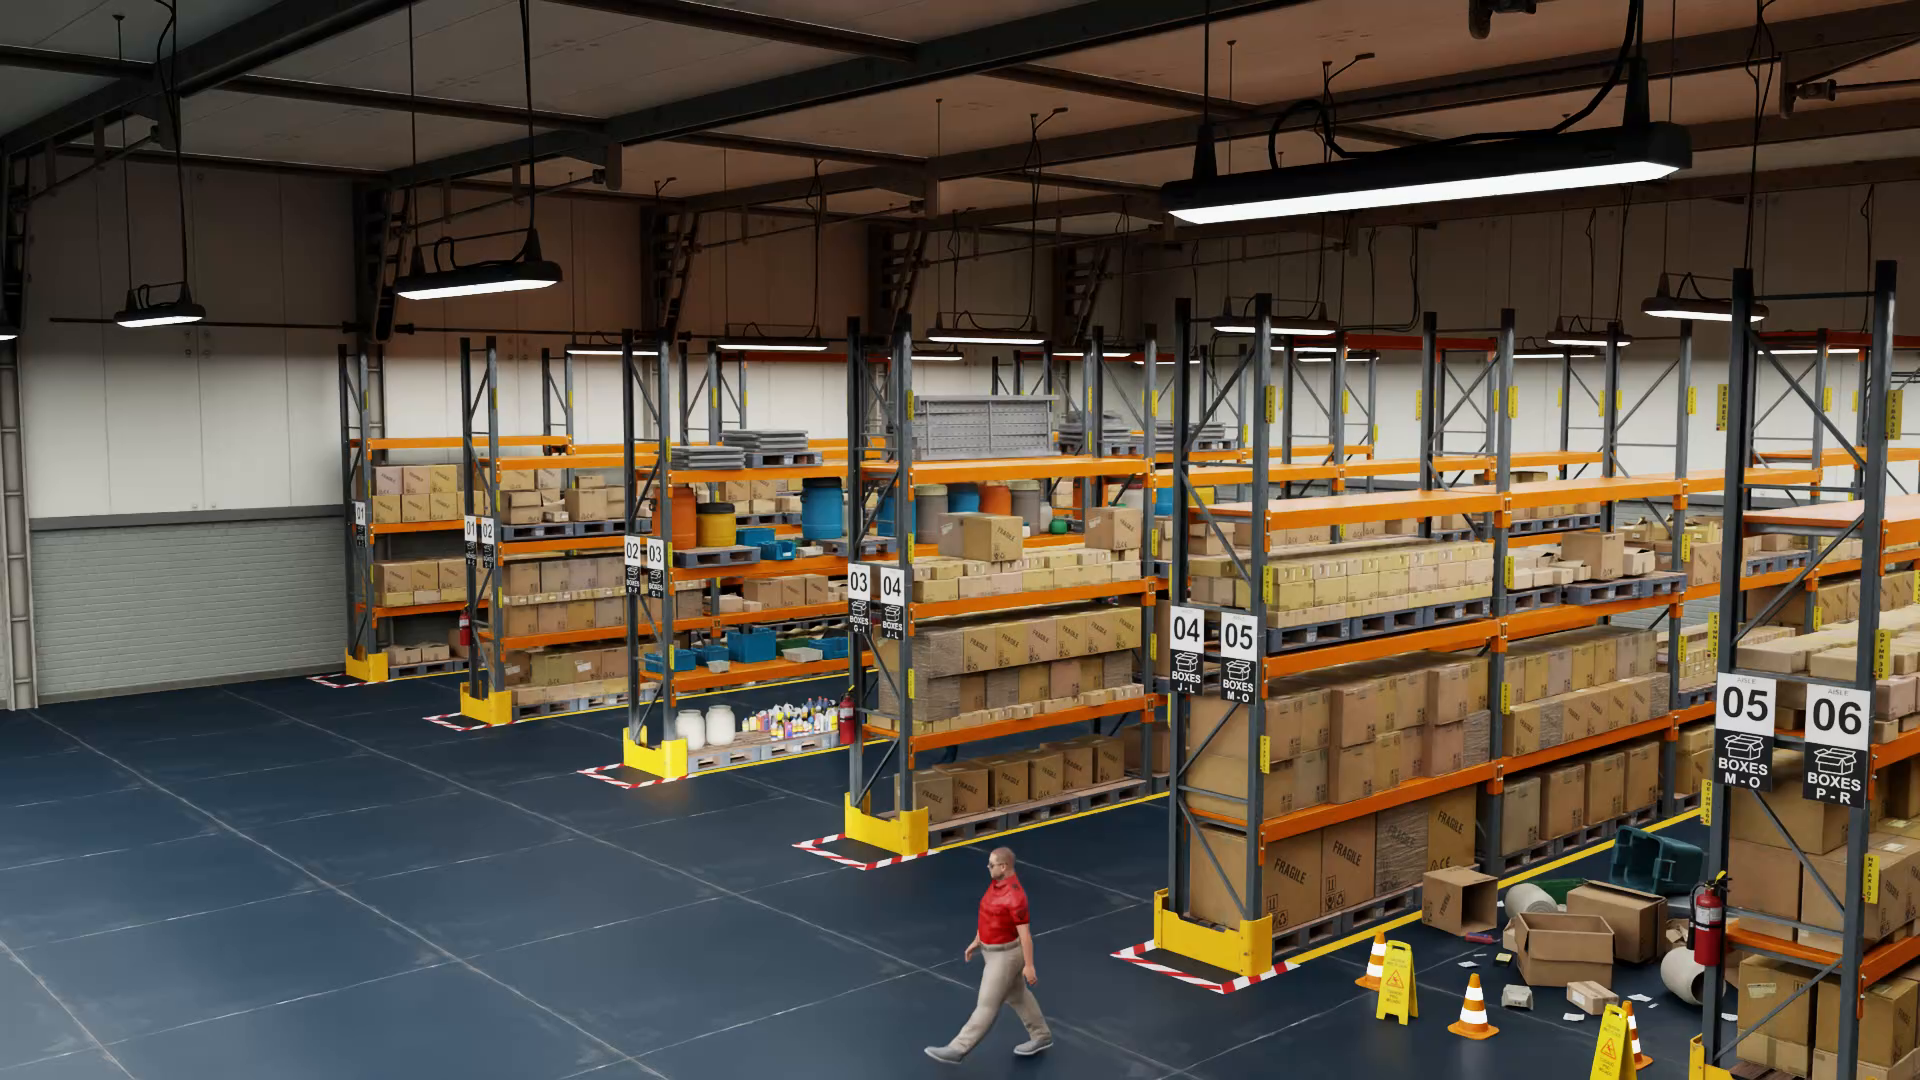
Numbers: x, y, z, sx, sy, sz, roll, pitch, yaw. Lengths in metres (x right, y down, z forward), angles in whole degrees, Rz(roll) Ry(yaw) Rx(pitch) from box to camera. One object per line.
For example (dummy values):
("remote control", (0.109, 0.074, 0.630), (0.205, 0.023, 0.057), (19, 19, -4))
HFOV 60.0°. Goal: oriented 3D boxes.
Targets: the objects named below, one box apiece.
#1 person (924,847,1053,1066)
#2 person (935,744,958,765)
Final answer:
("person", (0.218, 3.174, 12.756), (1.070, 1.661, 0.582), (-1, 5, -10))
("person", (-0.102, 2.489, 21.637), (0.749, 1.496, 0.505), (-4, 7, -39))
